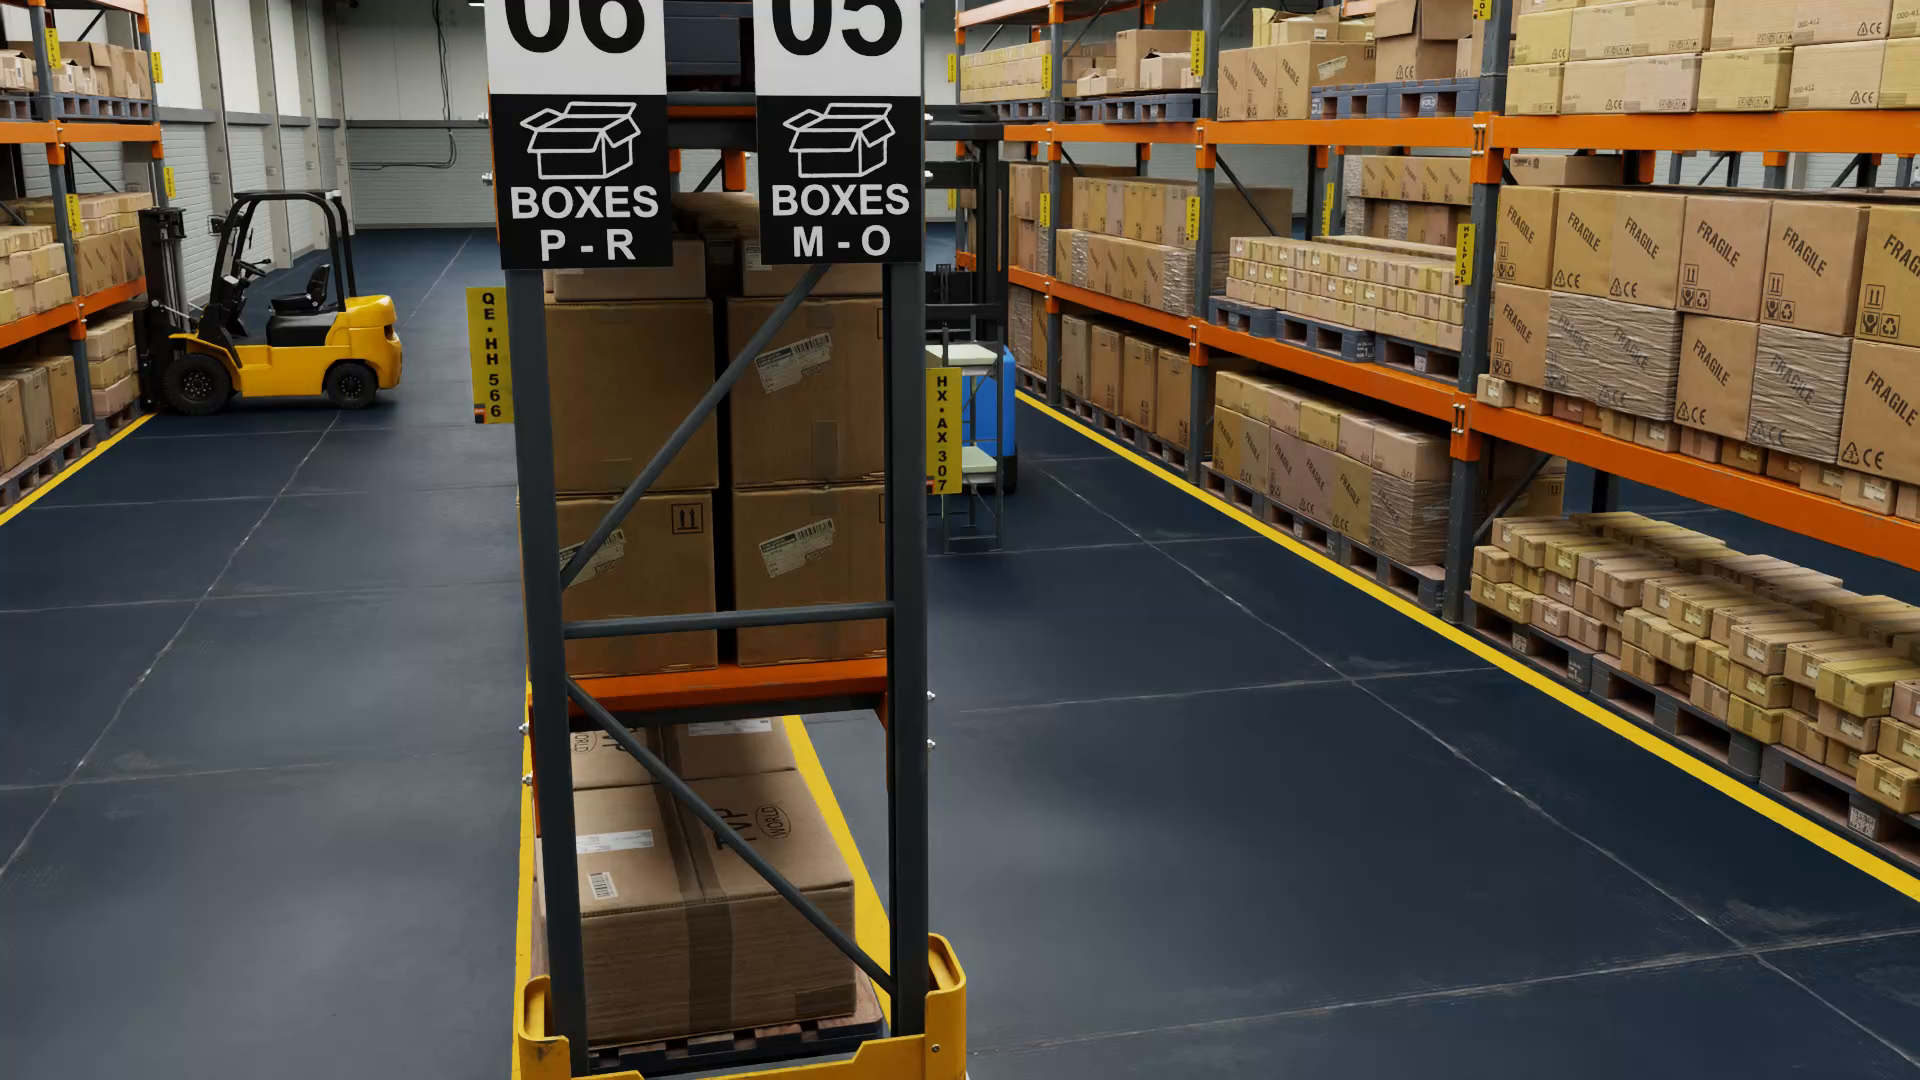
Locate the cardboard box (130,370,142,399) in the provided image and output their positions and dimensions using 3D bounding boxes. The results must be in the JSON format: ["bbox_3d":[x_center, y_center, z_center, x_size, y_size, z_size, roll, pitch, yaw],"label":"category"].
[{"bbox_3d":[-8.289,-1.512,16.205,0.500,0.250,0.500,-3,14,-12],"label":"cardboard box"}]

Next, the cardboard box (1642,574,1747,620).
[{"bbox_3d":[3.466,0.275,7.851,0.380,0.149,0.250,-4,14,-16],"label":"cardboard box"}]

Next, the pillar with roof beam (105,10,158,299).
[{"bbox_3d":[-7.104,-7.530,23.288,9.100,9.000,0.400,-3,14,-13],"label":"pillar with roof beam"}]

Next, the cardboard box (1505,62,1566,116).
[{"bbox_3d":[3.116,-2.274,8.409,0.500,0.250,0.500,-3,14,-10],"label":"cardboard box"}]

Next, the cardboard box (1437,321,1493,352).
[{"bbox_3d":[2.978,-1.174,9.555,0.380,0.149,0.250,-4,14,-14],"label":"cardboard box"}]

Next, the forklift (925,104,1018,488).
[{"bbox_3d":[-0.157,-2.113,13.899,1.130,2.935,3.031,-1,14,-3],"label":"forklift"}]

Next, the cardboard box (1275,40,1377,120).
[{"bbox_3d":[2.447,-3.063,11.113,0.500,0.500,0.500,-3,14,-13],"label":"cardboard box"}]

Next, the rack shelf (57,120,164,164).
[{"bbox_3d":[-8.697,-3.849,16.056,1.077,0.370,4.000,-3,14,-13],"label":"rack shelf"}]

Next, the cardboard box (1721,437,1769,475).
[{"bbox_3d":[3.557,-0.388,7.224,0.380,0.149,0.250,-3,14,-12],"label":"cardboard box"}]

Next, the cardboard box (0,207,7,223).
[{"bbox_3d":[-8.596,-2.845,14.547,0.380,0.149,0.250,-3,14,-13],"label":"cardboard box"}]

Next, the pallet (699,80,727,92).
[{"bbox_3d":[-1.342,-1.936,6.900,1.003,0.211,1.213,-3,14,-13],"label":"pallet"}]

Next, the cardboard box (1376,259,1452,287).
[{"bbox_3d":[2.795,-1.646,10.235,0.380,0.149,0.250,-3,14,-13],"label":"cardboard box"}]

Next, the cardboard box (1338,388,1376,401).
[{"bbox_3d":[2.973,-0.911,11.636,0.500,0.250,0.500,-3,14,-12],"label":"cardboard box"}]

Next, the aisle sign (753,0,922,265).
[{"bbox_3d":[-0.286,-1.051,3.933,0.394,0.787,0.004,-3,14,-13],"label":"aisle sign"}]

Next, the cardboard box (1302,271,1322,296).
[{"bbox_3d":[2.546,-1.741,11.249,0.380,0.149,0.250,-3,14,-14],"label":"cardboard box"}]

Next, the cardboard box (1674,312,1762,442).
[{"bbox_3d":[3.496,-0.722,7.224,0.500,0.500,0.500,-3,14,-10],"label":"cardboard box"}]

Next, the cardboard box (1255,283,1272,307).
[{"bbox_3d":[2.360,-1.777,12.025,0.380,0.149,0.250,-3,14,-10],"label":"cardboard box"}]

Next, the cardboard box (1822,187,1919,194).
[{"bbox_3d":[7.325,-2.553,13.233,0.797,0.503,0.637,-3,14,-11],"label":"cardboard box"}]

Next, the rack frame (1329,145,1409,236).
[{"bbox_3d":[5.290,-4.032,21.612,1.000,3.000,0.127,-3,14,-13],"label":"rack frame"}]

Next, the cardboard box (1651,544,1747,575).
[{"bbox_3d":[3.749,0.126,8.458,0.380,0.149,0.250,-3,14,-11],"label":"cardboard box"}]

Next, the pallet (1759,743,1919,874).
[{"bbox_3d":[4.029,1.059,6.646,1.003,0.211,1.213,-3,14,-13],"label":"pallet"}]

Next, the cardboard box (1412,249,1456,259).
[{"bbox_3d":[3.247,-1.859,11.106,0.380,0.149,0.250,-3,14,-11],"label":"cardboard box"}]

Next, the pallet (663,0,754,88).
[{"bbox_3d":[-0.769,-1.374,4.596,1.003,0.211,1.213,-3,14,-13],"label":"pallet"}]

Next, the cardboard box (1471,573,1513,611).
[{"bbox_3d":[3.037,0.272,9.116,0.380,0.149,0.250,-4,14,-16],"label":"cardboard box"}]

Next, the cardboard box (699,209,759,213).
[{"bbox_3d":[-0.722,-1.096,5.908,0.380,0.149,0.250,-4,14,-15],"label":"cardboard box"}]

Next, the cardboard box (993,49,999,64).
[{"bbox_3d":[0.572,-5.307,18.264,0.380,0.149,0.250,-3,14,-12],"label":"cardboard box"}]

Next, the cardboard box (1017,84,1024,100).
[{"bbox_3d":[0.807,-4.687,17.405,0.380,0.149,0.250,-3,14,-13],"label":"cardboard box"}]

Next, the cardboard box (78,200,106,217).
[{"bbox_3d":[-8.279,-3.115,15.653,0.380,0.149,0.250,-4,14,-14],"label":"cardboard box"}]

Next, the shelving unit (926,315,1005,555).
[{"bbox_3d":[-0.002,-0.730,11.255,0.431,1.500,0.755,-3,14,-13],"label":"shelving unit"}]

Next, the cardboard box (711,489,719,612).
[{"bbox_3d":[-0.564,-0.079,5.221,0.500,0.500,0.500,-3,14,-14],"label":"cardboard box"}]

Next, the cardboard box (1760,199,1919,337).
[{"bbox_3d":[3.604,-1.095,6.645,0.500,0.500,0.500,-3,14,-10],"label":"cardboard box"}]

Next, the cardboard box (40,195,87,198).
[{"bbox_3d":[-9.147,-3.441,16.987,0.380,0.149,0.250,-3,14,-13],"label":"cardboard box"}]

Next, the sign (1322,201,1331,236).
[{"bbox_3d":[2.849,-2.490,13.027,0.100,0.325,0.005,-3,14,-13],"label":"sign"}]

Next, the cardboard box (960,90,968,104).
[{"bbox_3d":[0.214,-5.270,19.791,0.380,0.149,0.250,-3,14,-13],"label":"cardboard box"}]

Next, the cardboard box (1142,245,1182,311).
[{"bbox_3d":[1.842,-2.186,13.845,0.500,0.500,0.500,-3,14,-13],"label":"cardboard box"}]

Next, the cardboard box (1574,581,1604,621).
[{"bbox_3d":[3.337,0.297,8.387,0.380,0.149,0.250,-4,14,-16],"label":"cardboard box"}]

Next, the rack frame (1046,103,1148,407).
[{"bbox_3d":[1.385,-2.857,16.799,1.000,3.000,0.127,-3,14,-13],"label":"rack frame"}]

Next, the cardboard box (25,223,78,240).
[{"bbox_3d":[-8.046,-2.732,14.710,0.380,0.149,0.250,-4,14,-14],"label":"cardboard box"}]

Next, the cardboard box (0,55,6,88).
[{"bbox_3d":[-7.640,-3.616,12.678,0.500,0.311,0.500,-4,14,-15],"label":"cardboard box"}]

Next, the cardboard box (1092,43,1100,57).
[{"bbox_3d":[1.569,-4.993,16.979,0.380,0.149,0.250,-3,14,-14],"label":"cardboard box"}]

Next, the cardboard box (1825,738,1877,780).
[{"bbox_3d":[3.740,0.863,6.695,0.380,0.149,0.250,-3,14,-13],"label":"cardboard box"}]

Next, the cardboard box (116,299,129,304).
[{"bbox_3d":[-9.238,-2.435,17.876,0.500,0.250,0.500,-4,14,-14],"label":"cardboard box"}]

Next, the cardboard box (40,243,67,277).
[{"bbox_3d":[-7.863,-2.351,13.991,0.500,0.250,0.500,-4,14,-14],"label":"cardboard box"}]

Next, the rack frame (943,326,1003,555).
[{"bbox_3d":[0.084,-0.646,10.910,0.400,1.500,0.023,-3,14,-13],"label":"rack frame"}]

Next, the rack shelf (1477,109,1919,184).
[{"bbox_3d":[3.733,-1.657,7.086,1.077,0.370,4.000,-3,14,-13],"label":"rack shelf"}]

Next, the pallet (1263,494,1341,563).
[{"bbox_3d":[2.789,-0.118,11.465,1.003,0.211,1.213,-3,14,-13],"label":"pallet"}]

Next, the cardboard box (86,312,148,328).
[{"bbox_3d":[-8.390,-2.117,16.574,0.500,0.250,0.500,-4,14,-14],"label":"cardboard box"}]

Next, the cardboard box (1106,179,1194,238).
[{"bbox_3d":[1.748,-3.041,15.238,0.700,0.500,0.500,-3,14,-13],"label":"cardboard box"}]

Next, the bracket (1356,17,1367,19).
[{"bbox_3d":[12.834,-16.818,53.718,0.076,0.066,3.189,-3,14,-13],"label":"bracket"}]

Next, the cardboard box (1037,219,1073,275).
[{"bbox_3d":[1.287,-3.014,17.127,0.875,0.550,0.550,-3,14,-13],"label":"cardboard box"}]

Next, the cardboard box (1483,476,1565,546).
[{"bbox_3d":[3.348,-0.186,10.250,0.500,0.500,0.500,-3,14,-11],"label":"cardboard box"}]
